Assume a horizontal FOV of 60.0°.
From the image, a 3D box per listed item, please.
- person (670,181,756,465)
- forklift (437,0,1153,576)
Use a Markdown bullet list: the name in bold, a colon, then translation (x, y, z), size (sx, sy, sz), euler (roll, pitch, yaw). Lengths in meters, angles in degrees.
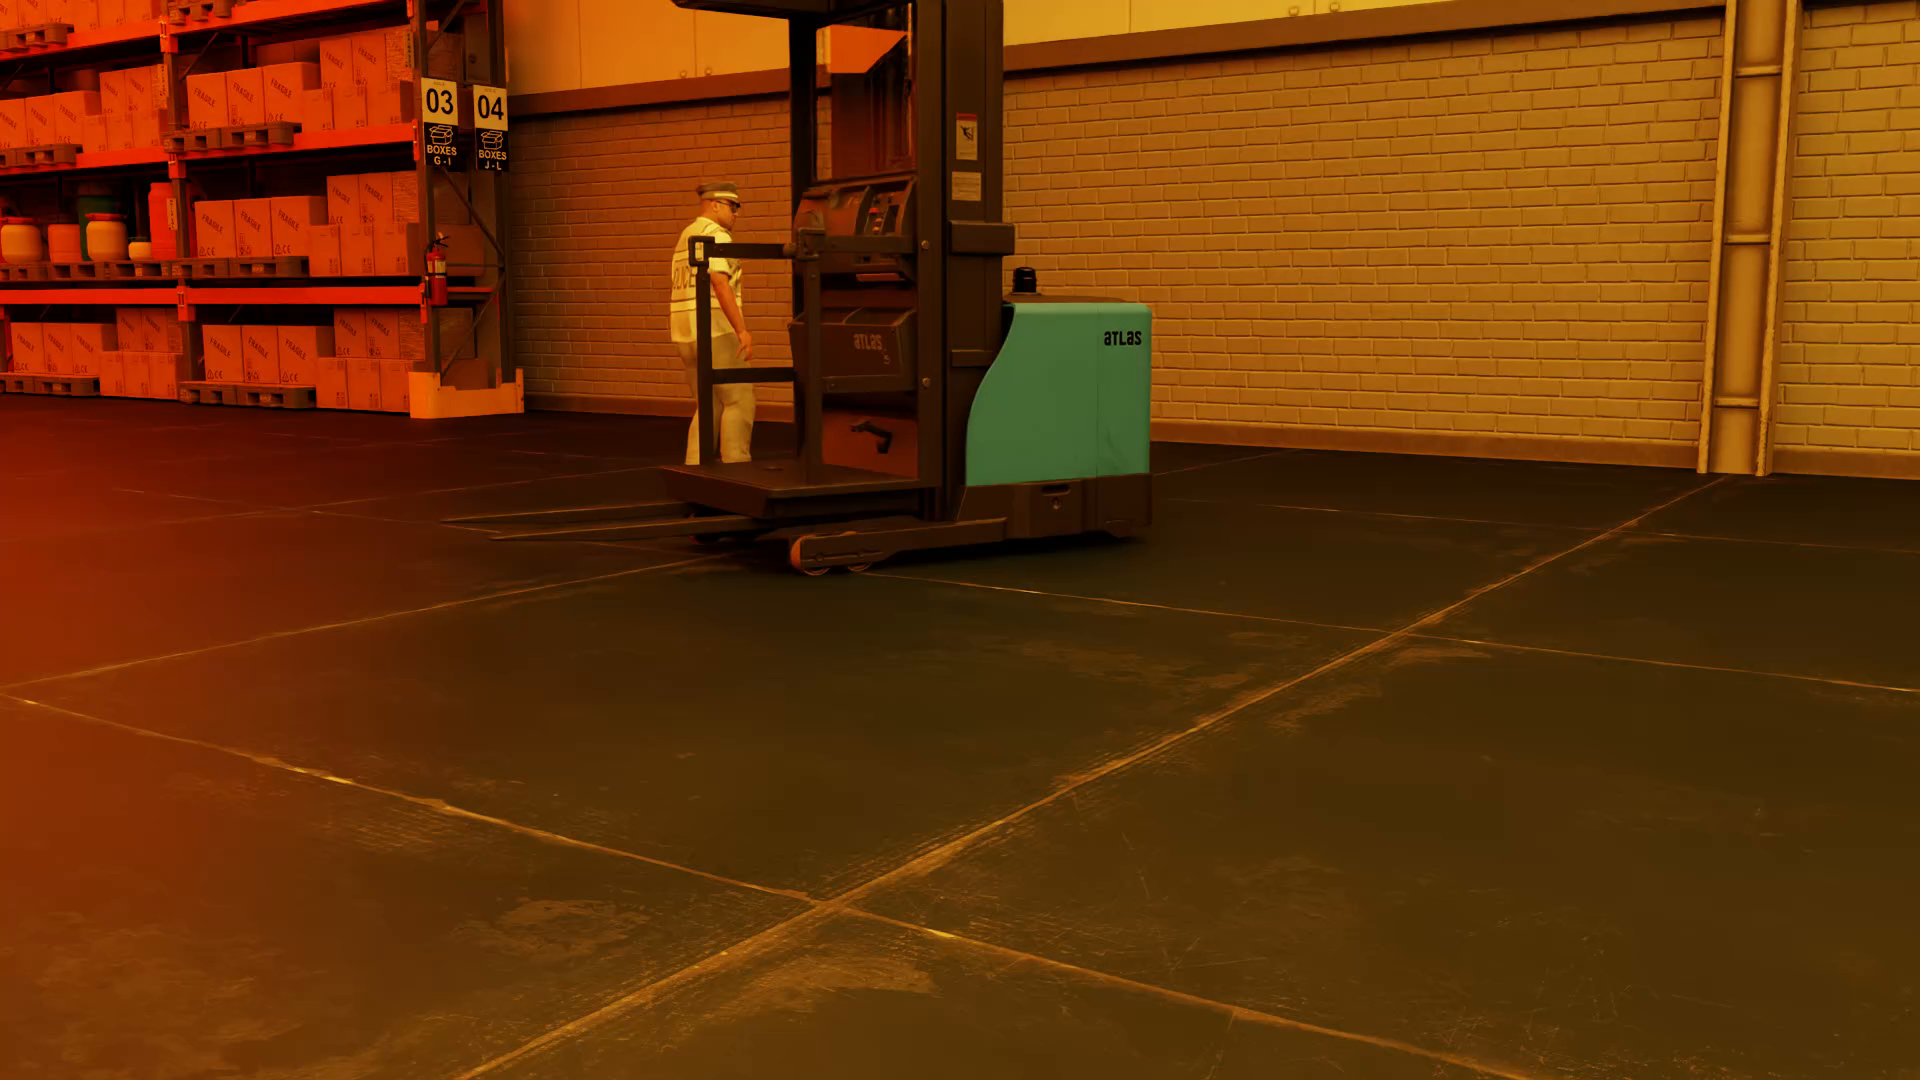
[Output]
- **person**: translation (-1.356, -1.129, 9.350), size (0.493, 1.742, 0.692), euler (-6, 10, -37)
- **forklift**: translation (-0.632, -1.392, 6.979), size (3.031, 2.935, 1.130), euler (-5, 10, -33)
